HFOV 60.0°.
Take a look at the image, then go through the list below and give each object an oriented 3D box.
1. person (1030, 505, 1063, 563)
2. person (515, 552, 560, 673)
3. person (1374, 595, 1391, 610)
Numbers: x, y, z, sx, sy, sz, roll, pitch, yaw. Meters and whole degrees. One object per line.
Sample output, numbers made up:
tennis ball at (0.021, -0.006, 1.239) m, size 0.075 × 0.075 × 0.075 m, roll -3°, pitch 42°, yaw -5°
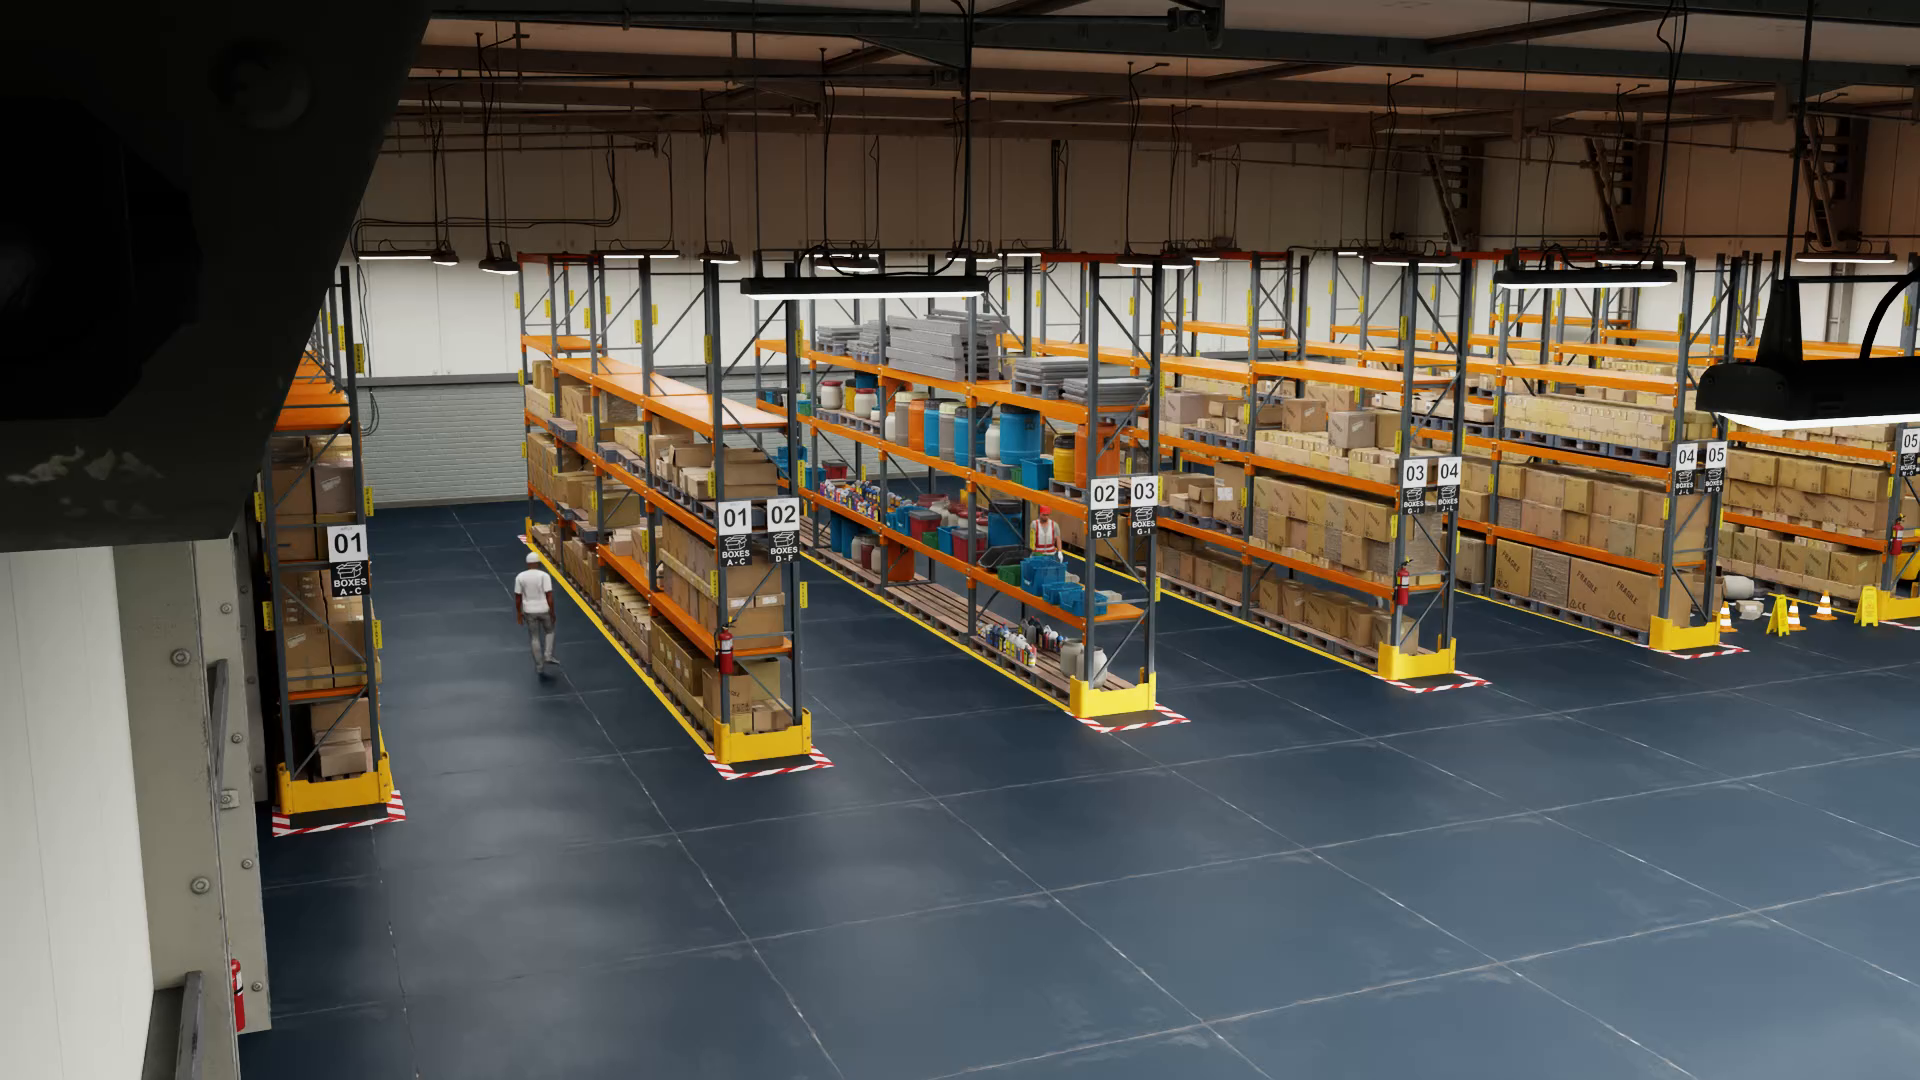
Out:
person at (1.454, 0.272, 28.524) m, size 0.621 × 1.770 × 0.665 m, roll -2°, pitch 10°, yaw -8°
person at (-6.197, 1.057, 24.350) m, size 0.600 × 1.753 × 0.539 m, roll -2°, pitch 11°, yaw -13°
person at (7.055, 0.507, 27.651) m, size 0.516 × 1.675 × 0.513 m, roll -3°, pitch 11°, yaw -17°
